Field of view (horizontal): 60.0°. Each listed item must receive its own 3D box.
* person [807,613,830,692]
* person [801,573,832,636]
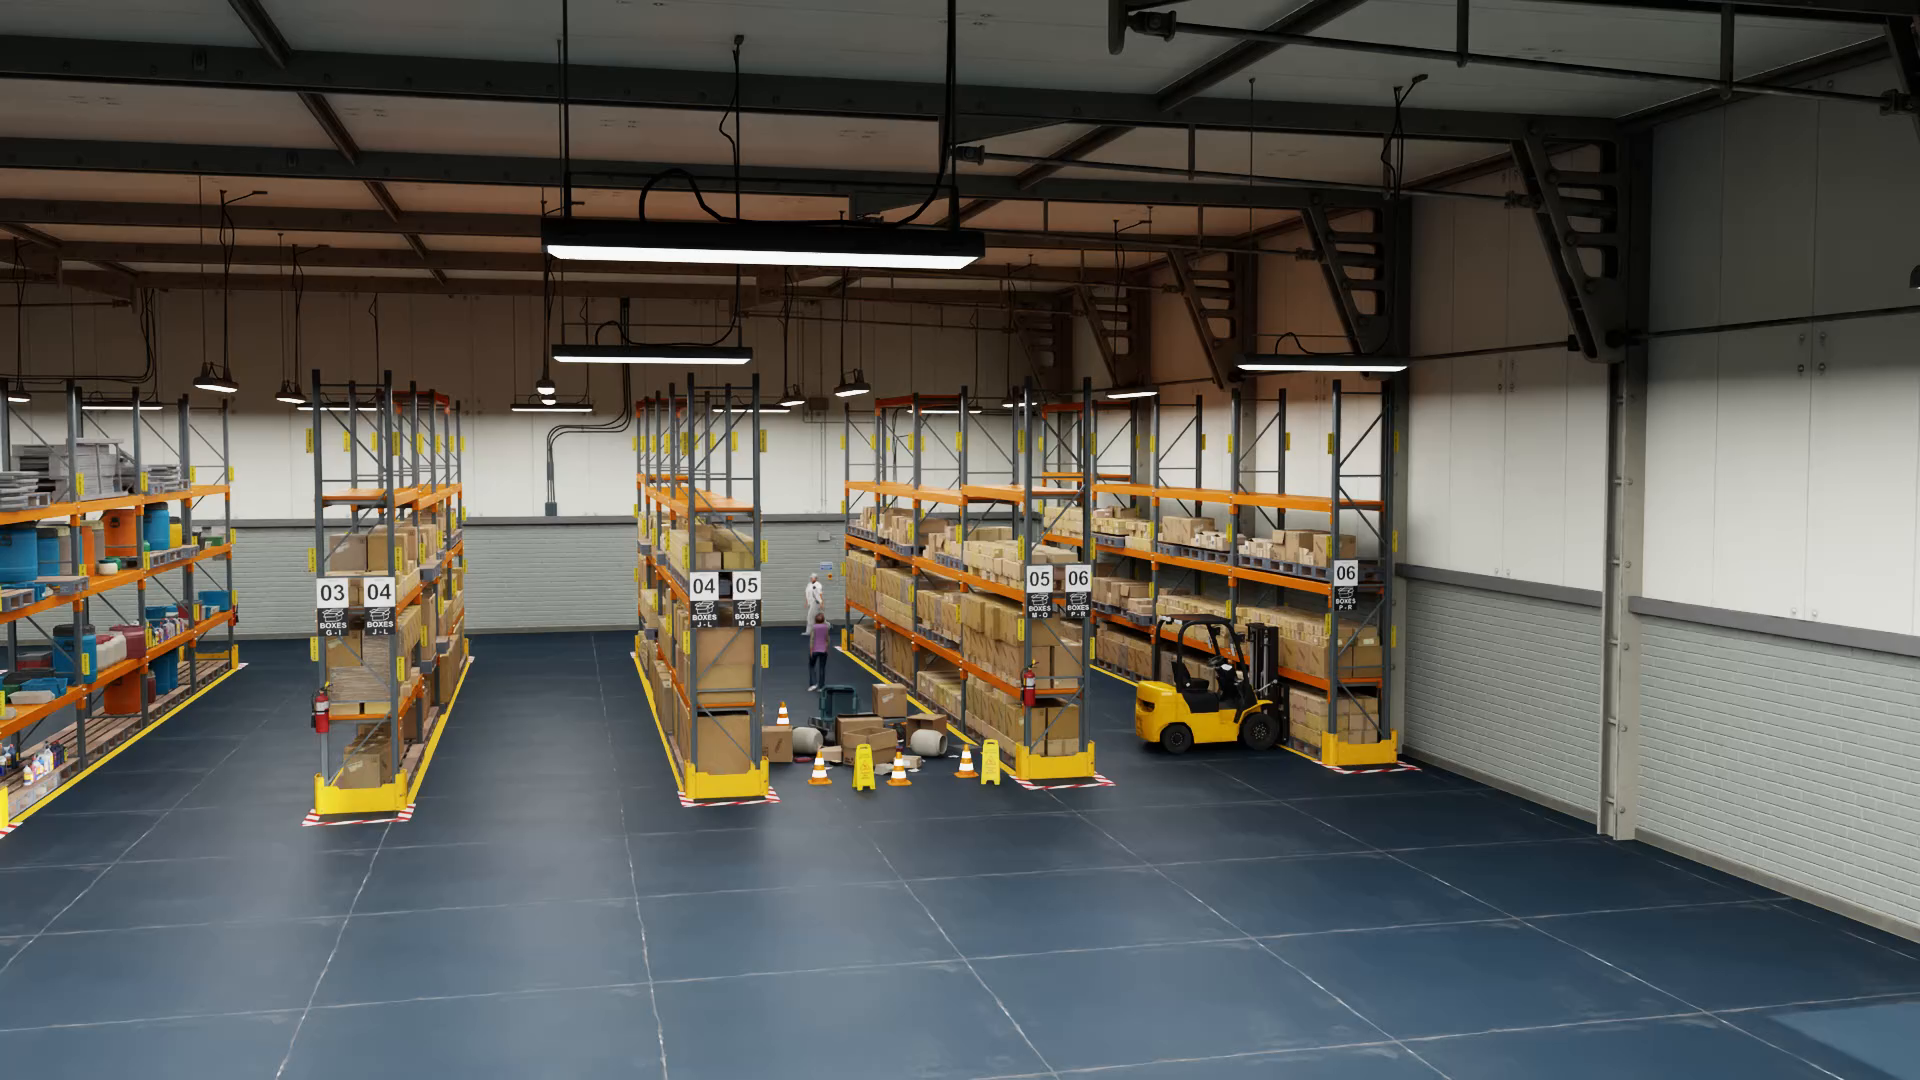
[{"bbox_3d":[-2.830,2.273,33.506,0.453,1.621,0.428,-1,3,-15],"label":"person"},{"bbox_3d":[-3.769,1.668,43.526,0.948,1.619,0.499,-2,4,-31],"label":"person"}]
